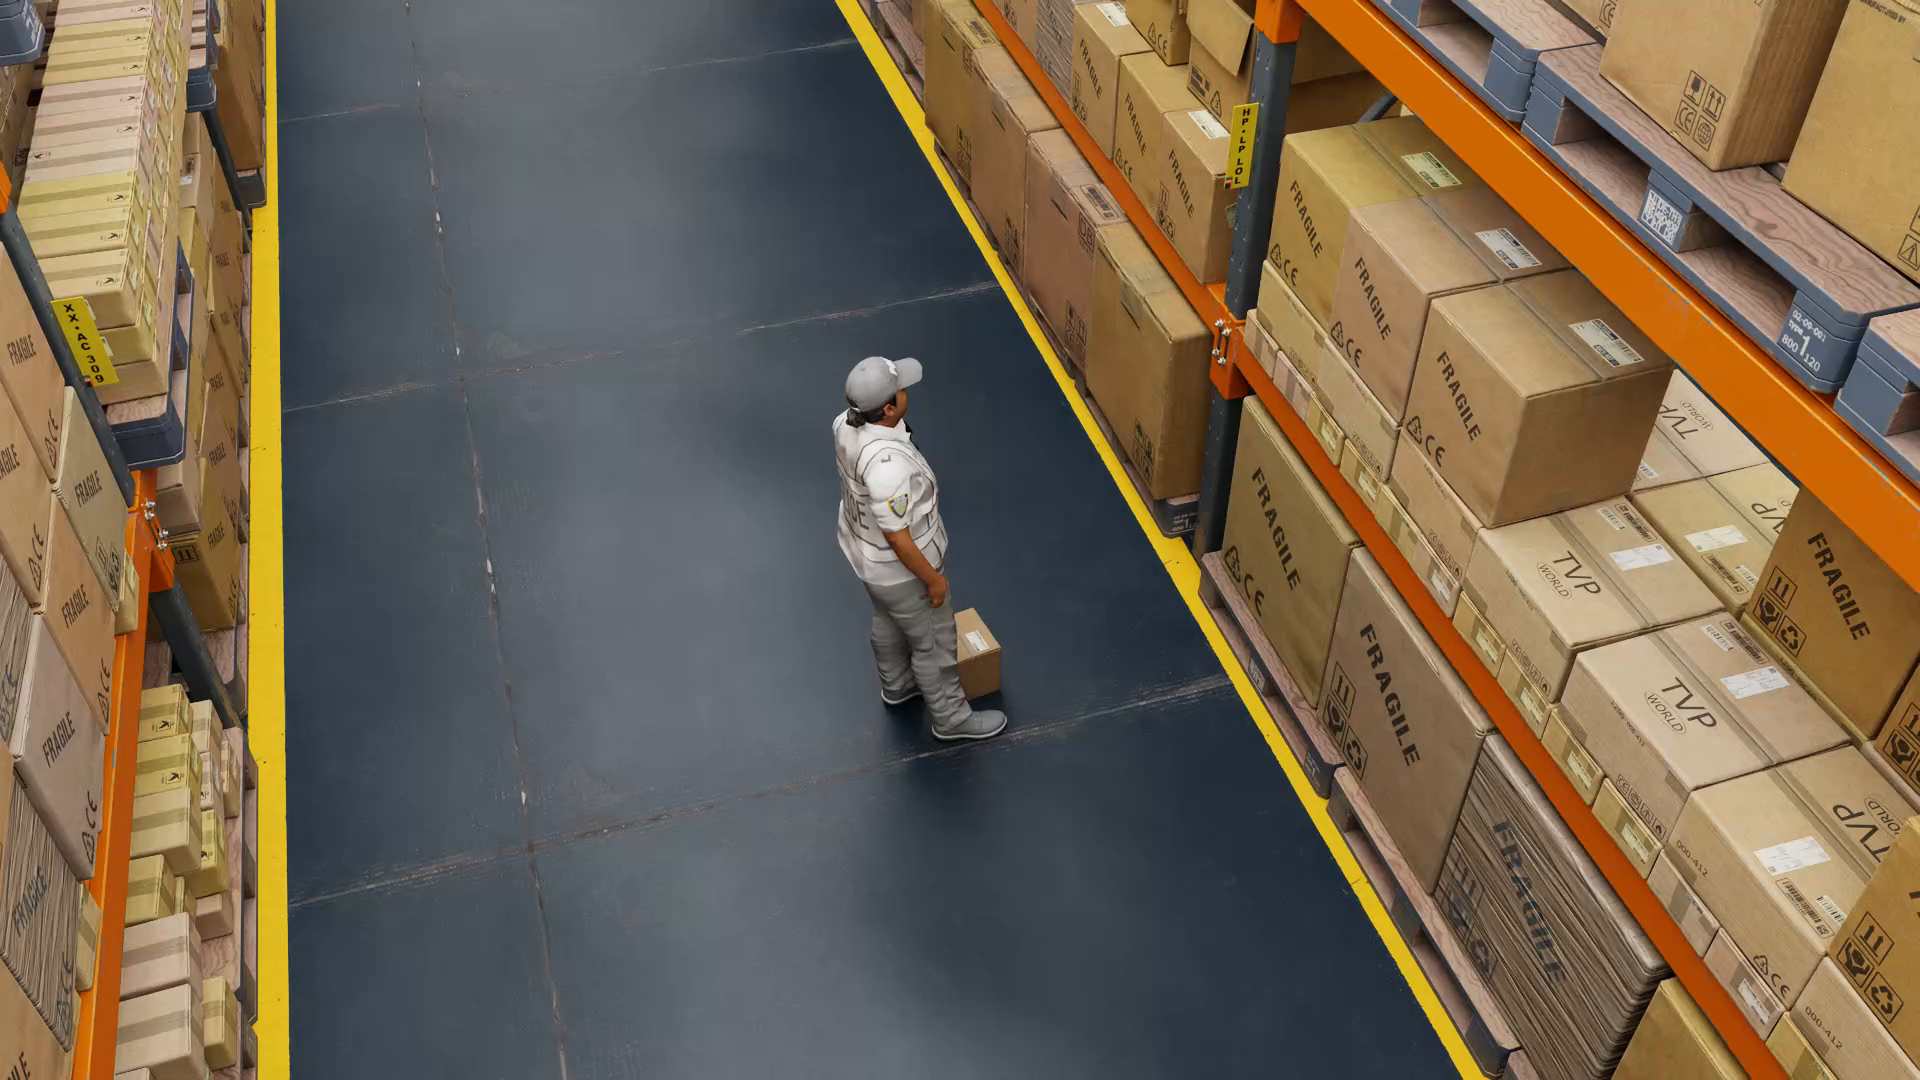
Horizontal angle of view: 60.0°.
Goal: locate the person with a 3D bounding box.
[{"bbox_3d":[-0.156,0.026,6.115,0.526,1.670,0.598,-17,45,-17],"label":"person"}]
